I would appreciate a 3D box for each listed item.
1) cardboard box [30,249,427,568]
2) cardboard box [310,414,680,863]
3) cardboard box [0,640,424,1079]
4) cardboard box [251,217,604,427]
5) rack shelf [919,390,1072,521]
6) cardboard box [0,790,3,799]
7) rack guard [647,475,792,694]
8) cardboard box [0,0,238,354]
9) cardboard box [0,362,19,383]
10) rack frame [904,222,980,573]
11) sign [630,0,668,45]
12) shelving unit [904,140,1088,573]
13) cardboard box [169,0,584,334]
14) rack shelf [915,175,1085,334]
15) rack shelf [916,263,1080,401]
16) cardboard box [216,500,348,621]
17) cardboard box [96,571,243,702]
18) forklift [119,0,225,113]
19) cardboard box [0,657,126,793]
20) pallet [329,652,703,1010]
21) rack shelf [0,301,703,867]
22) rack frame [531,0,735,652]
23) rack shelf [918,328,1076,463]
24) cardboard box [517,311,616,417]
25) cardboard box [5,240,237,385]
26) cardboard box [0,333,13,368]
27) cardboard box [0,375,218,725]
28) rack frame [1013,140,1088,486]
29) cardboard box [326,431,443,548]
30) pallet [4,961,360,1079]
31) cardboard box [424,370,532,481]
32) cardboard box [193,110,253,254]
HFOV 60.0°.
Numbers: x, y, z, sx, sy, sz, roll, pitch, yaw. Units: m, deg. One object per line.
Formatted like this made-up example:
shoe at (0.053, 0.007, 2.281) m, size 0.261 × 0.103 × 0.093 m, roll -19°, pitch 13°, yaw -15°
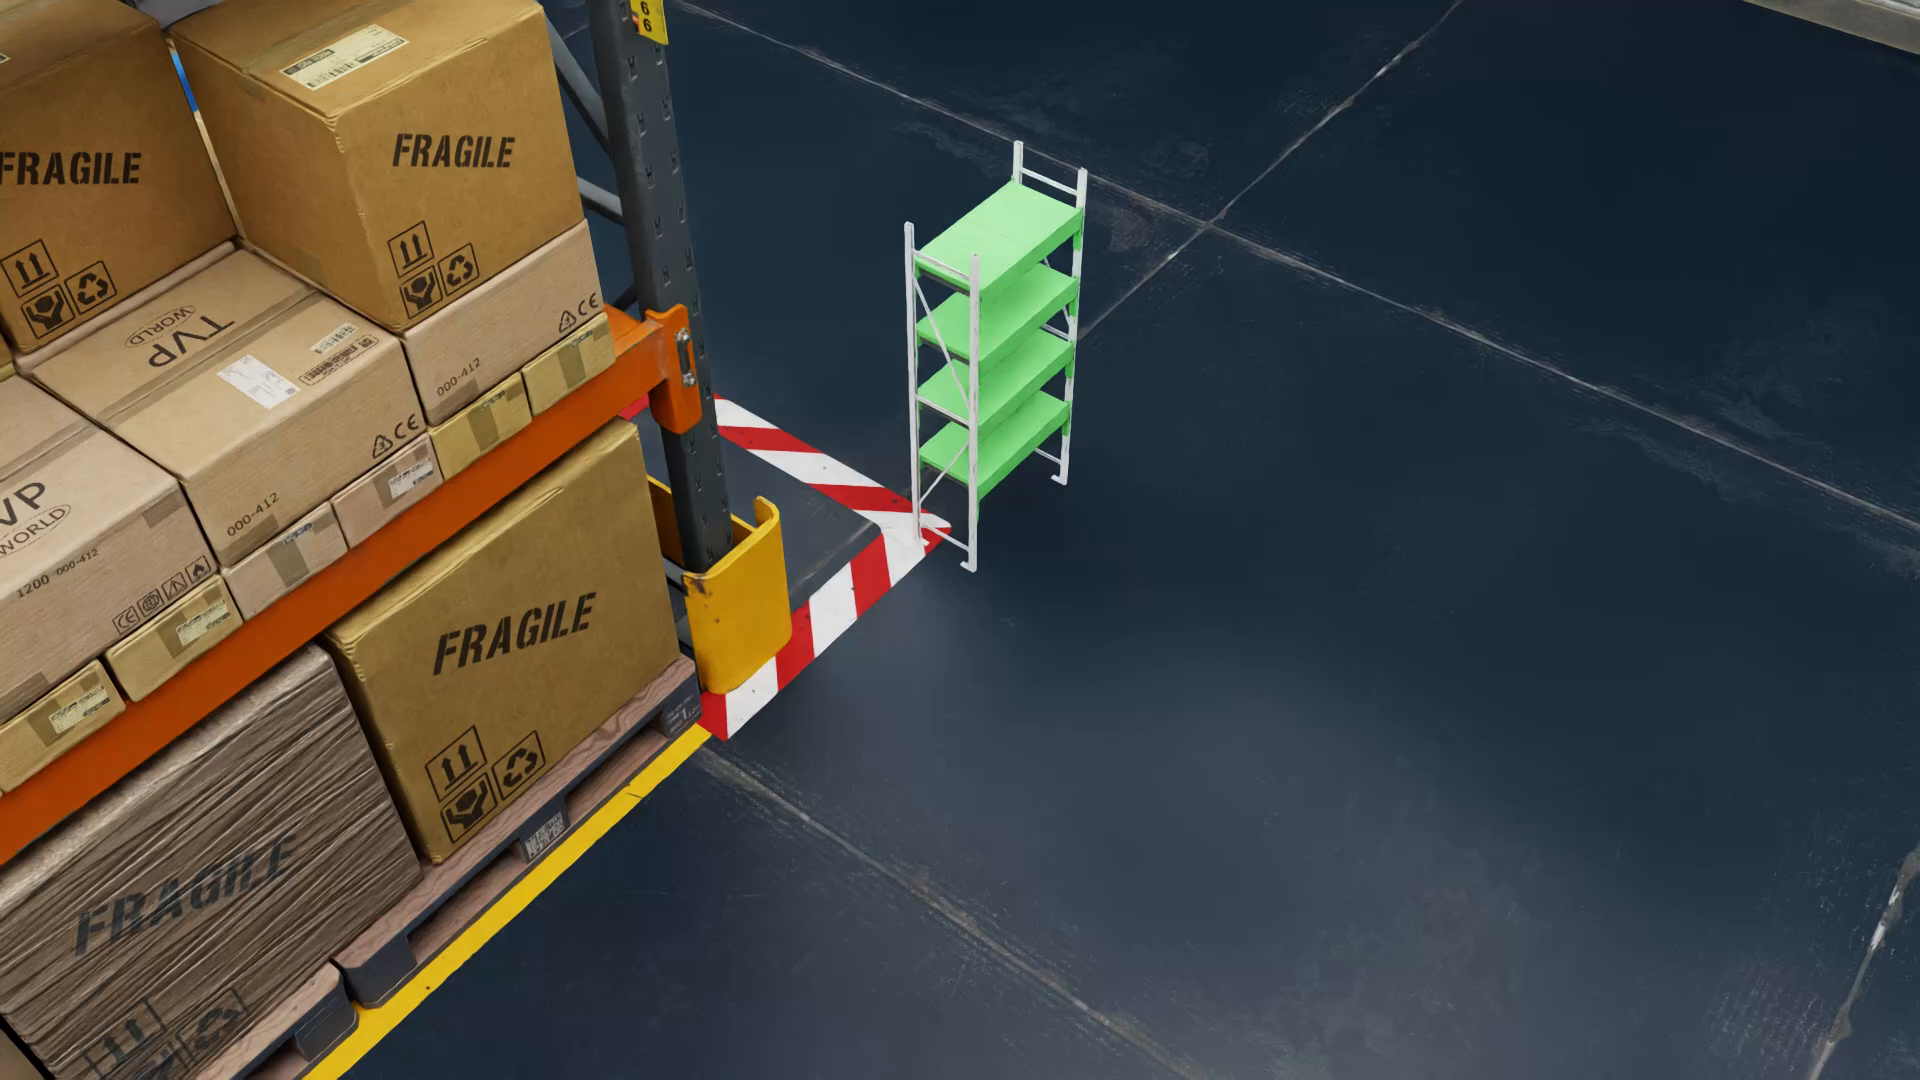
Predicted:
cardboard box at (-1.455, -0.278, 3.340) m, size 0.500 × 0.250 × 0.500 m, roll 28°, pitch 53°, yaw 24°
cardboard box at (-1.386, 0.078, 4.280) m, size 0.875 × 0.875 × 0.875 m, roll 29°, pitch 53°, yaw 25°
cardboard box at (-1.943, 0.599, 3.782) m, size 0.875 × 0.875 × 0.875 m, roll 29°, pitch 53°, yaw 25°
cardboard box at (-1.145, -0.568, 3.617) m, size 0.500 × 0.250 × 0.500 m, roll 28°, pitch 53°, yaw 24°
rack shelf at (0.101, -0.299, 5.126) m, size 0.258 × 0.148 × 0.480 m, roll 29°, pitch 53°, yaw 25°
cardboard box at (-1.950, 0.399, 2.968) m, size 0.380 × 0.149 × 0.250 m, roll 30°, pitch 53°, yaw 26°
rack guard at (-1.044, -0.062, 4.964) m, size 1.175 × 0.500 × 0.348 m, roll 29°, pitch 53°, yaw 25°
cardboard box at (-1.871, -0.781, 3.301) m, size 0.500 × 0.500 × 0.500 m, roll 28°, pitch 52°, yaw 24°
cardboard box at (-2.188, -0.221, 3.285) m, size 0.500 × 0.250 × 0.500 m, roll 28°, pitch 52°, yaw 24°
rack frame at (-0.048, -0.370, 4.773) m, size 0.240 × 1.200 × 0.015 m, roll 29°, pitch 53°, yaw 25°
sign at (-0.637, -1.146, 3.306) m, size 0.100 × 0.325 × 0.005 m, roll 29°, pitch 53°, yaw 25°
shelving unit at (0.101, -0.509, 4.907) m, size 0.258 × 1.200 × 0.503 m, roll 29°, pitch 53°, yaw 25°
cardboard box at (-1.148, -0.827, 3.345) m, size 0.500 × 0.500 × 0.500 m, roll 30°, pitch 53°, yaw 25°
rack shelf at (0.101, -0.797, 4.606) m, size 0.258 × 0.148 × 0.480 m, roll 29°, pitch 53°, yaw 25°
rack shelf at (0.101, -0.631, 4.779) m, size 0.258 × 0.148 × 0.480 m, roll 29°, pitch 53°, yaw 25°
cardboard box at (-1.481, -0.040, 3.388) m, size 0.380 × 0.149 × 0.250 m, roll 30°, pitch 53°, yaw 26°
cardboard box at (-1.639, 0.109, 3.245) m, size 0.380 × 0.149 × 0.250 m, roll 28°, pitch 52°, yaw 24°
forklift at (-3.745, -2.293, 5.414) m, size 3.031 × 2.935 × 1.130 m, roll 19°, pitch 49°, yaw 17°
cardboard box at (-1.797, 0.258, 3.103) m, size 0.380 × 0.149 × 0.250 m, roll 29°, pitch 53°, yaw 25°
pallet at (-1.485, 0.543, 4.585) m, size 1.003 × 0.211 × 1.213 m, roll 29°, pitch 53°, yaw 25°
rack shelf at (-2.281, 0.481, 3.214) m, size 1.077 × 0.370 × 4.000 m, roll 29°, pitch 53°, yaw 25°
rack frame at (-1.058, -0.912, 4.047) m, size 1.000 × 3.000 × 0.127 m, roll 29°, pitch 53°, yaw 25°
rack shelf at (0.101, -0.465, 4.953) m, size 0.258 × 0.148 × 0.480 m, roll 29°, pitch 53°, yaw 25°
cardboard box at (-1.015, -0.476, 3.804) m, size 0.380 × 0.149 × 0.250 m, roll 30°, pitch 53°, yaw 26°
cardboard box at (-1.878, -0.507, 3.558) m, size 0.500 × 0.250 × 0.500 m, roll 29°, pitch 53°, yaw 25°
cardboard box at (-2.183, -0.481, 3.015) m, size 0.500 × 0.500 × 0.500 m, roll 28°, pitch 52°, yaw 24°
cardboard box at (-1.766, 0.013, 3.061) m, size 0.500 × 0.250 × 0.500 m, roll 27°, pitch 52°, yaw 24°
rack frame at (0.250, -0.649, 5.040) m, size 0.240 × 1.200 × 0.015 m, roll 29°, pitch 53°, yaw 25°
cardboard box at (-1.328, -0.183, 3.524) m, size 0.380 × 0.149 × 0.250 m, roll 29°, pitch 53°, yaw 25°
pallet at (-2.231, 1.238, 3.921) m, size 1.003 × 0.211 × 1.213 m, roll 29°, pitch 53°, yaw 25°
cardboard box at (-1.173, -0.326, 3.661) m, size 0.380 × 0.149 × 0.250 m, roll 30°, pitch 53°, yaw 25°
cardboard box at (-1.565, -0.808, 3.845) m, size 0.500 × 0.250 × 0.500 m, roll 28°, pitch 52°, yaw 24°
